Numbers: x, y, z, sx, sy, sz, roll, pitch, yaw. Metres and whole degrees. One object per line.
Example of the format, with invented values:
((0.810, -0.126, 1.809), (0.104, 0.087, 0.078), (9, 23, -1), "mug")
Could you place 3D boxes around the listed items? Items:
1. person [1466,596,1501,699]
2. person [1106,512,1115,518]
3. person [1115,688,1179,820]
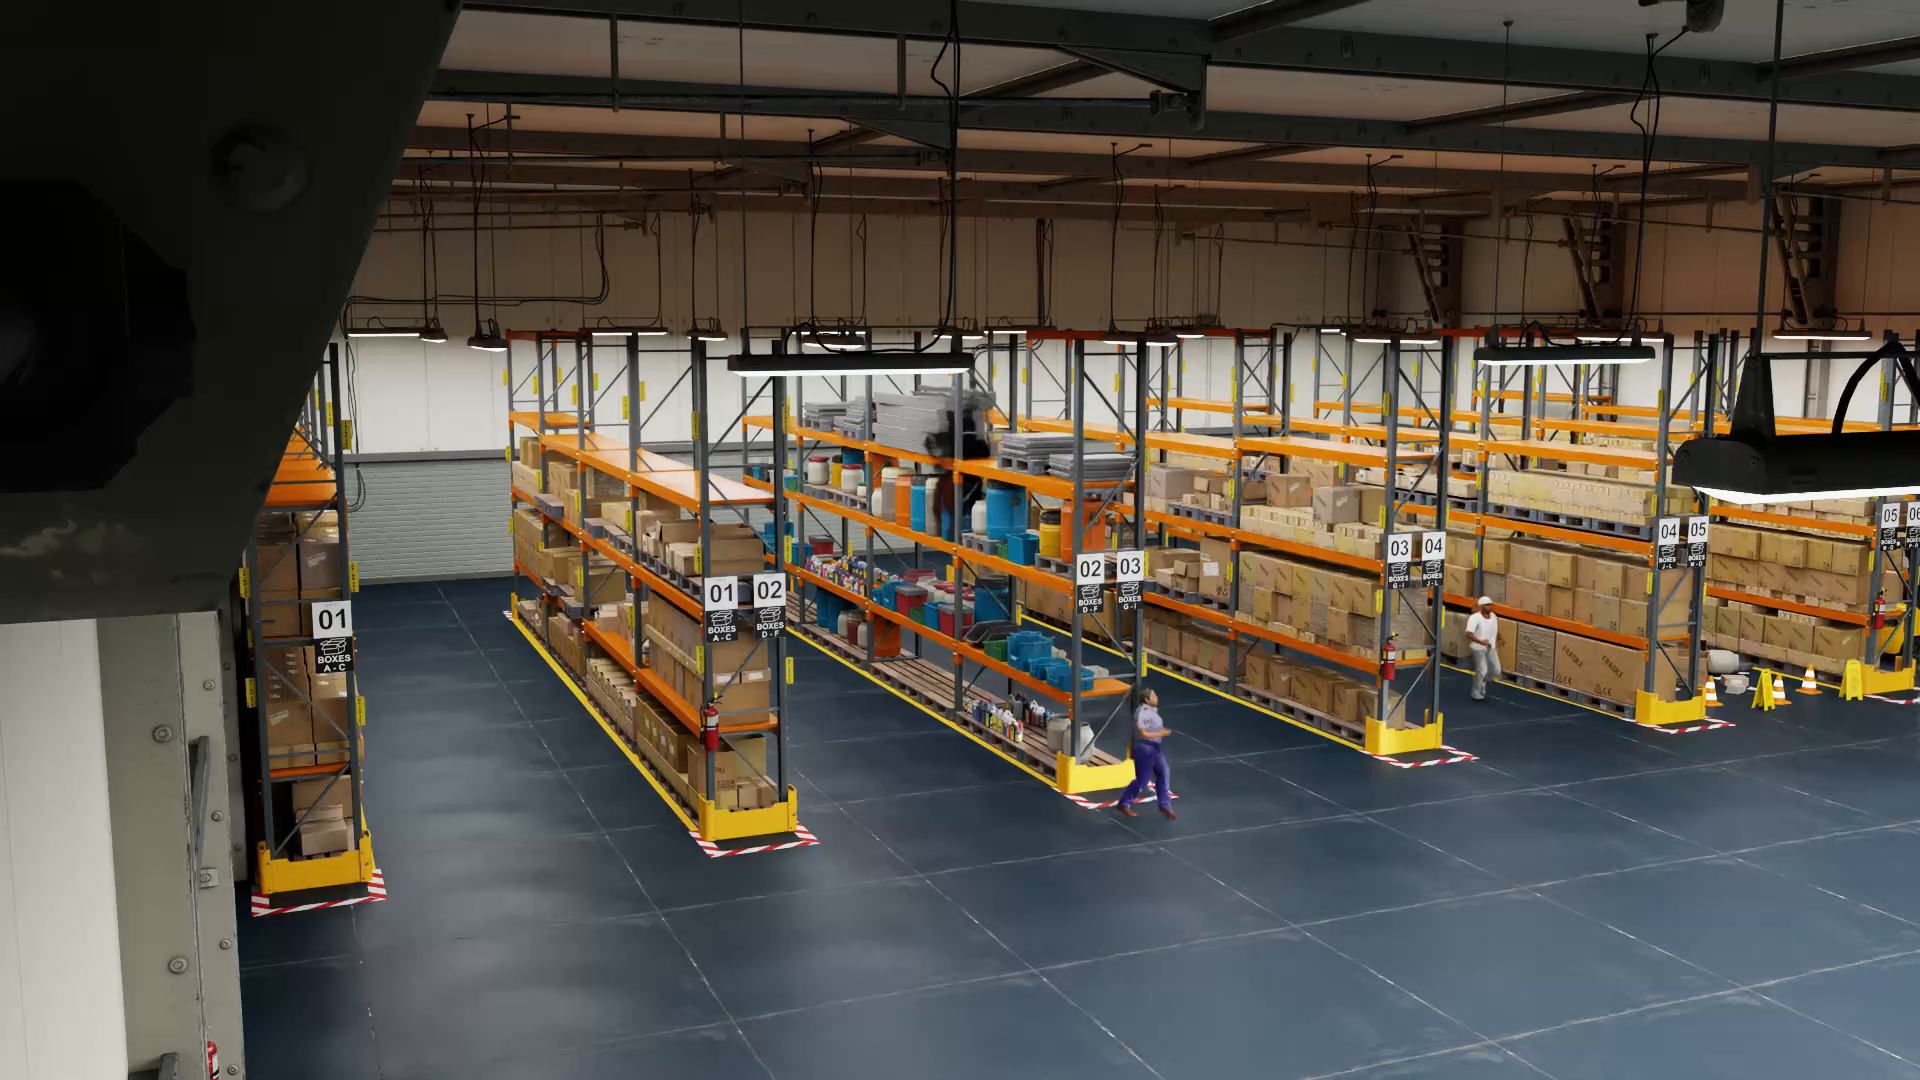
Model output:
((8.615, 1.775, 27.202), (0.746, 1.724, 0.593), (-3, 9, -24), "person")
((-4.149, 0.009, 34.157), (18.620, 3.455, 4.213), (-3, 8, -22), "person")
((7.256, 1.912, 26.520), (6.594, 1.690, 14.524), (2, 8, 18), "person")
